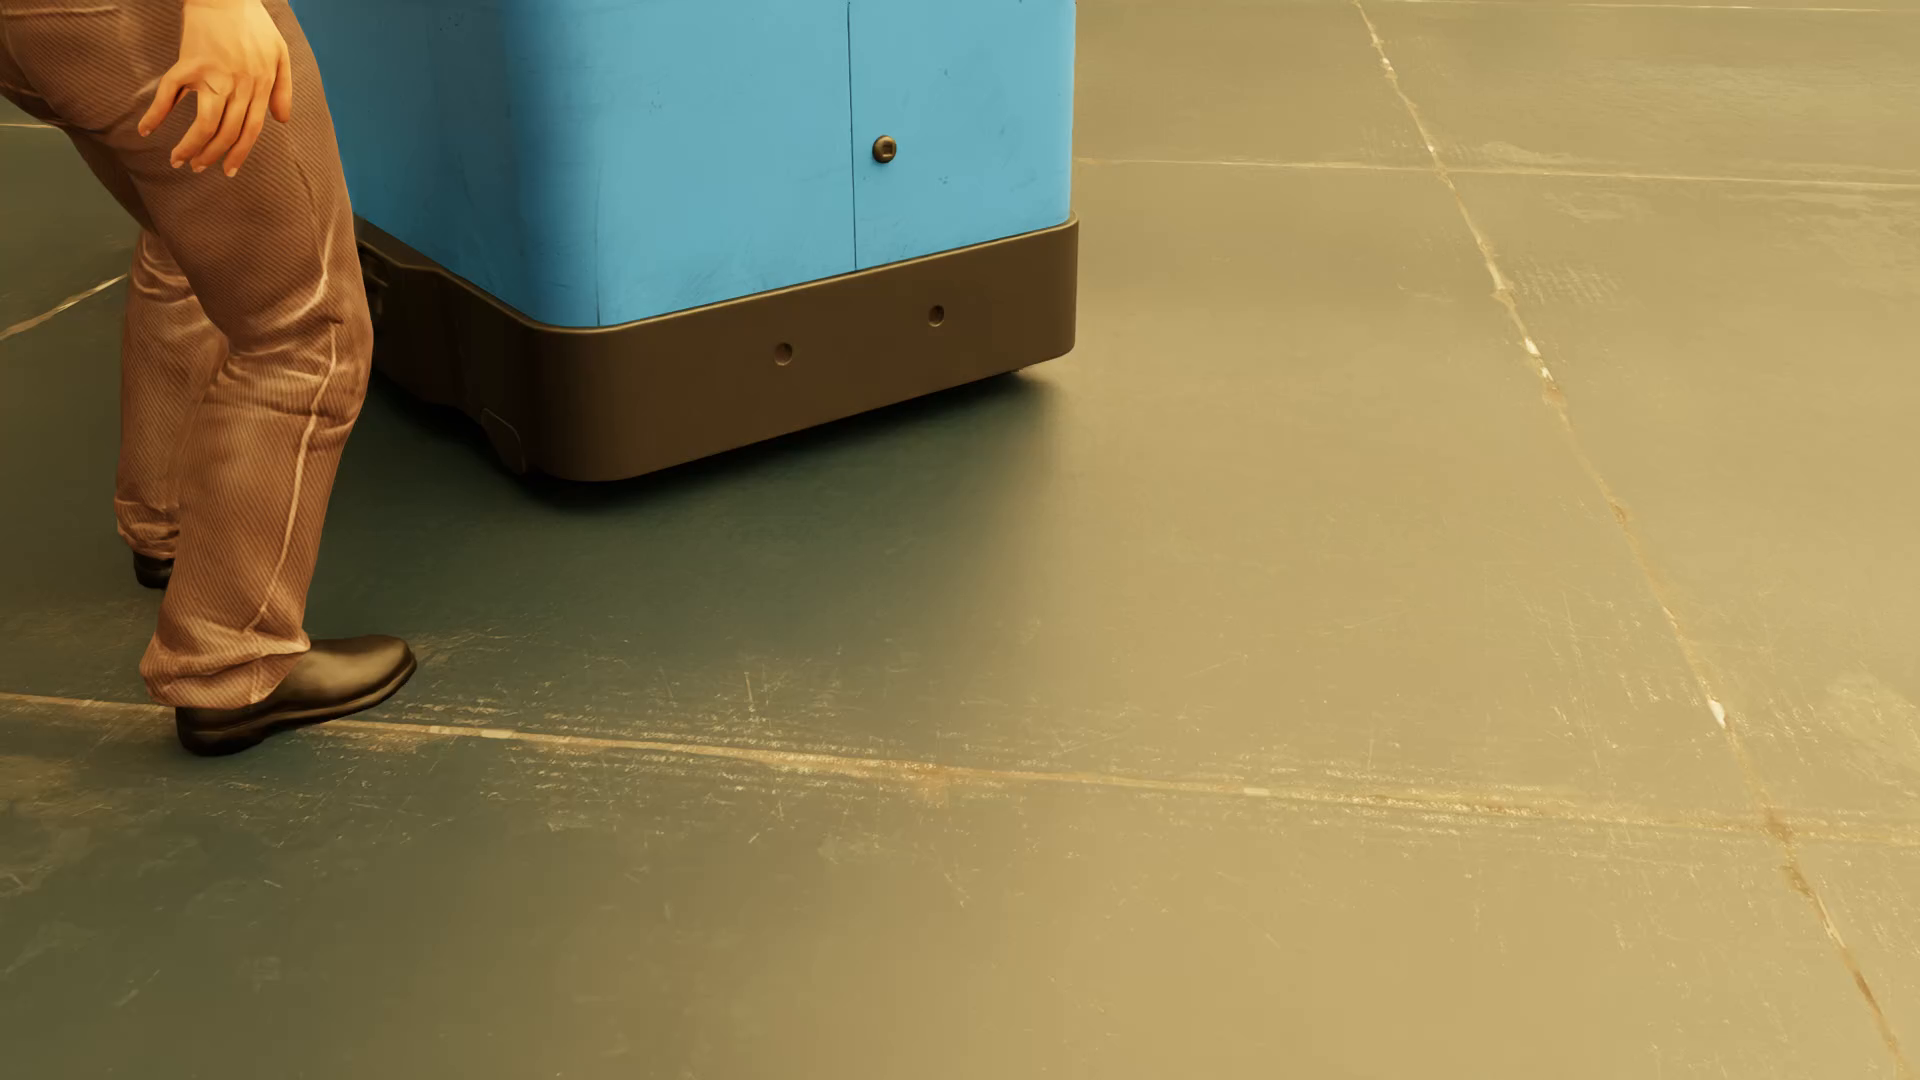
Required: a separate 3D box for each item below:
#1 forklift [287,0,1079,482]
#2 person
[{"bbox_3d":[-1.089,-1.992,3.209,1.130,2.935,3.031,-19,32,-33],"label":"forklift"},{"bbox_3d":[-0.908,-0.601,1.823,0.849,1.693,0.409,22,34,37],"label":"person"}]
